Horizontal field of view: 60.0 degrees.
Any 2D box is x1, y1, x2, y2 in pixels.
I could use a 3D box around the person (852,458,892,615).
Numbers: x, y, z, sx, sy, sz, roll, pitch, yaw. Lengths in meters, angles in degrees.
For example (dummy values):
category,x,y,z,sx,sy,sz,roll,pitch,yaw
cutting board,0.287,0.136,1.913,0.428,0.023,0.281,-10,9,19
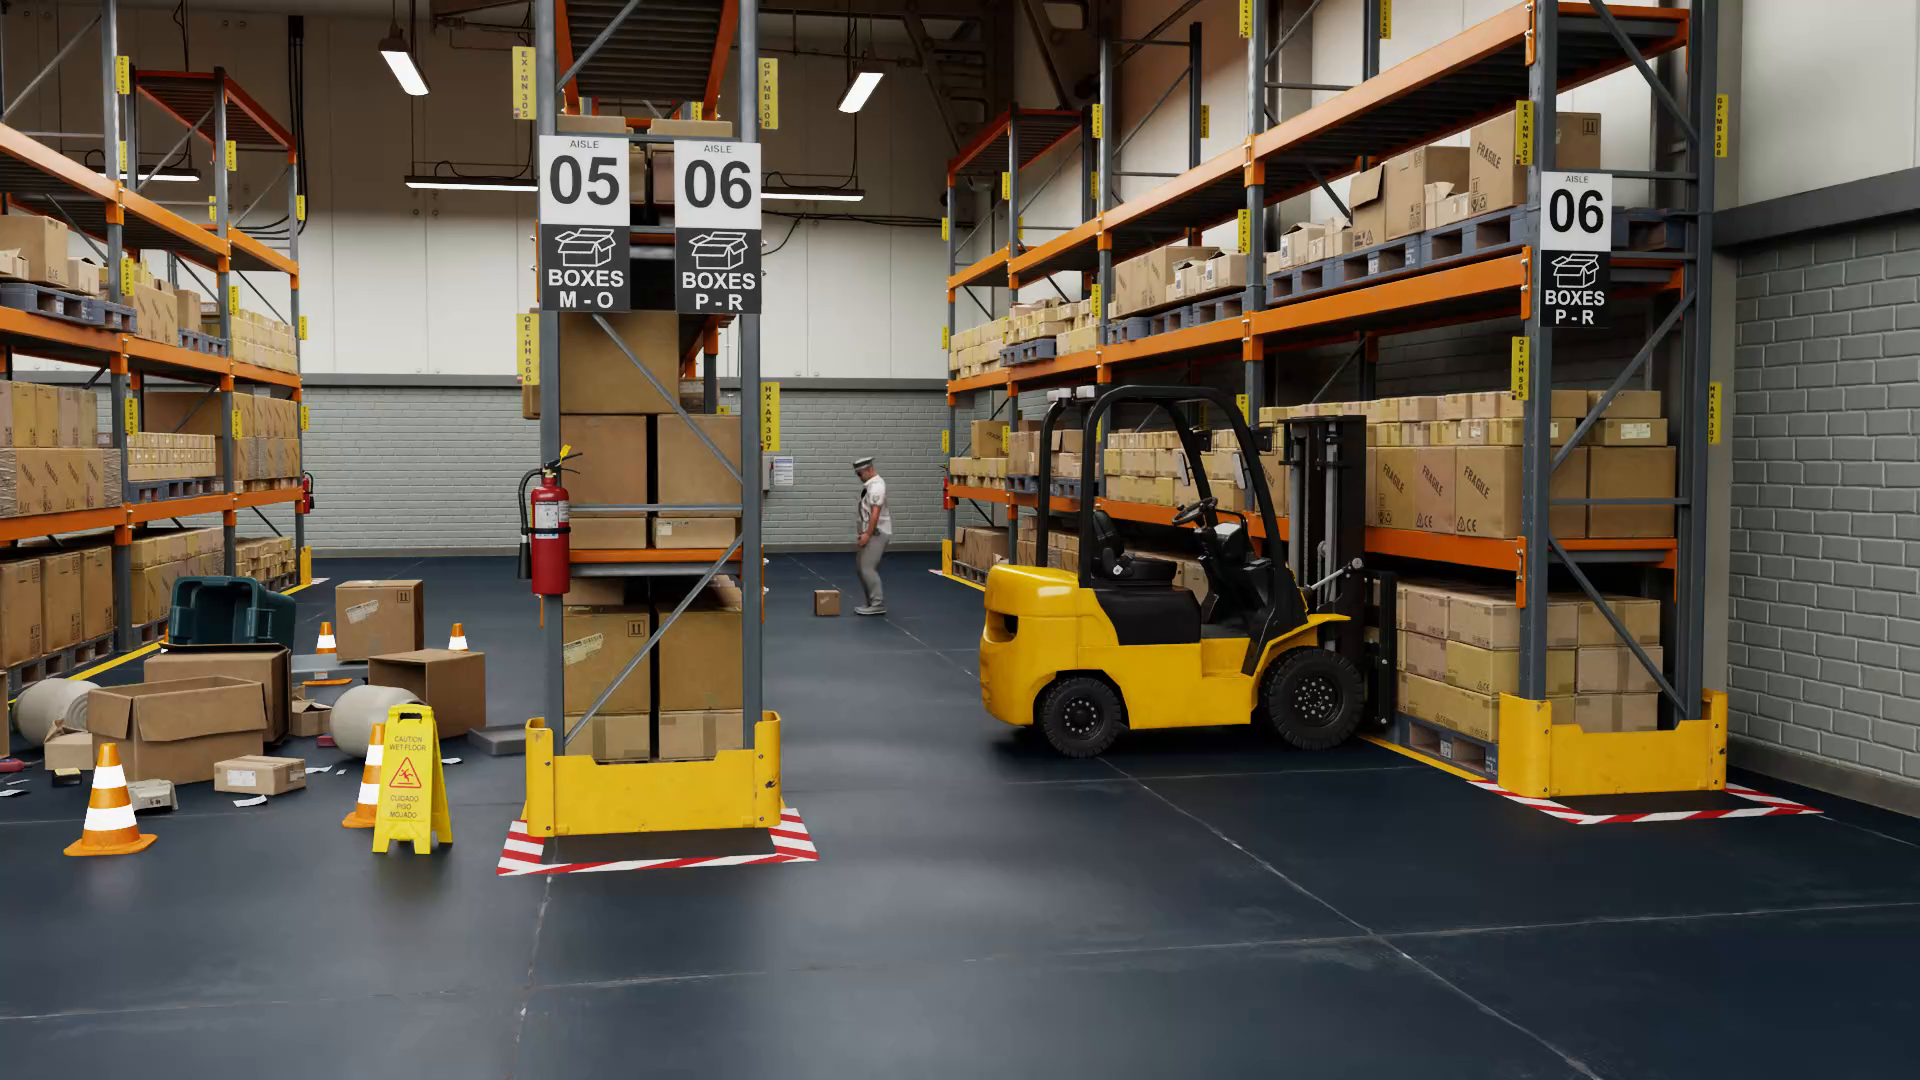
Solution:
category,x,y,z,sx,sy,sz,roll,pitch,yaw
person,-0.969,-0.043,18.268,0.440,1.723,0.547,-1,3,-10
